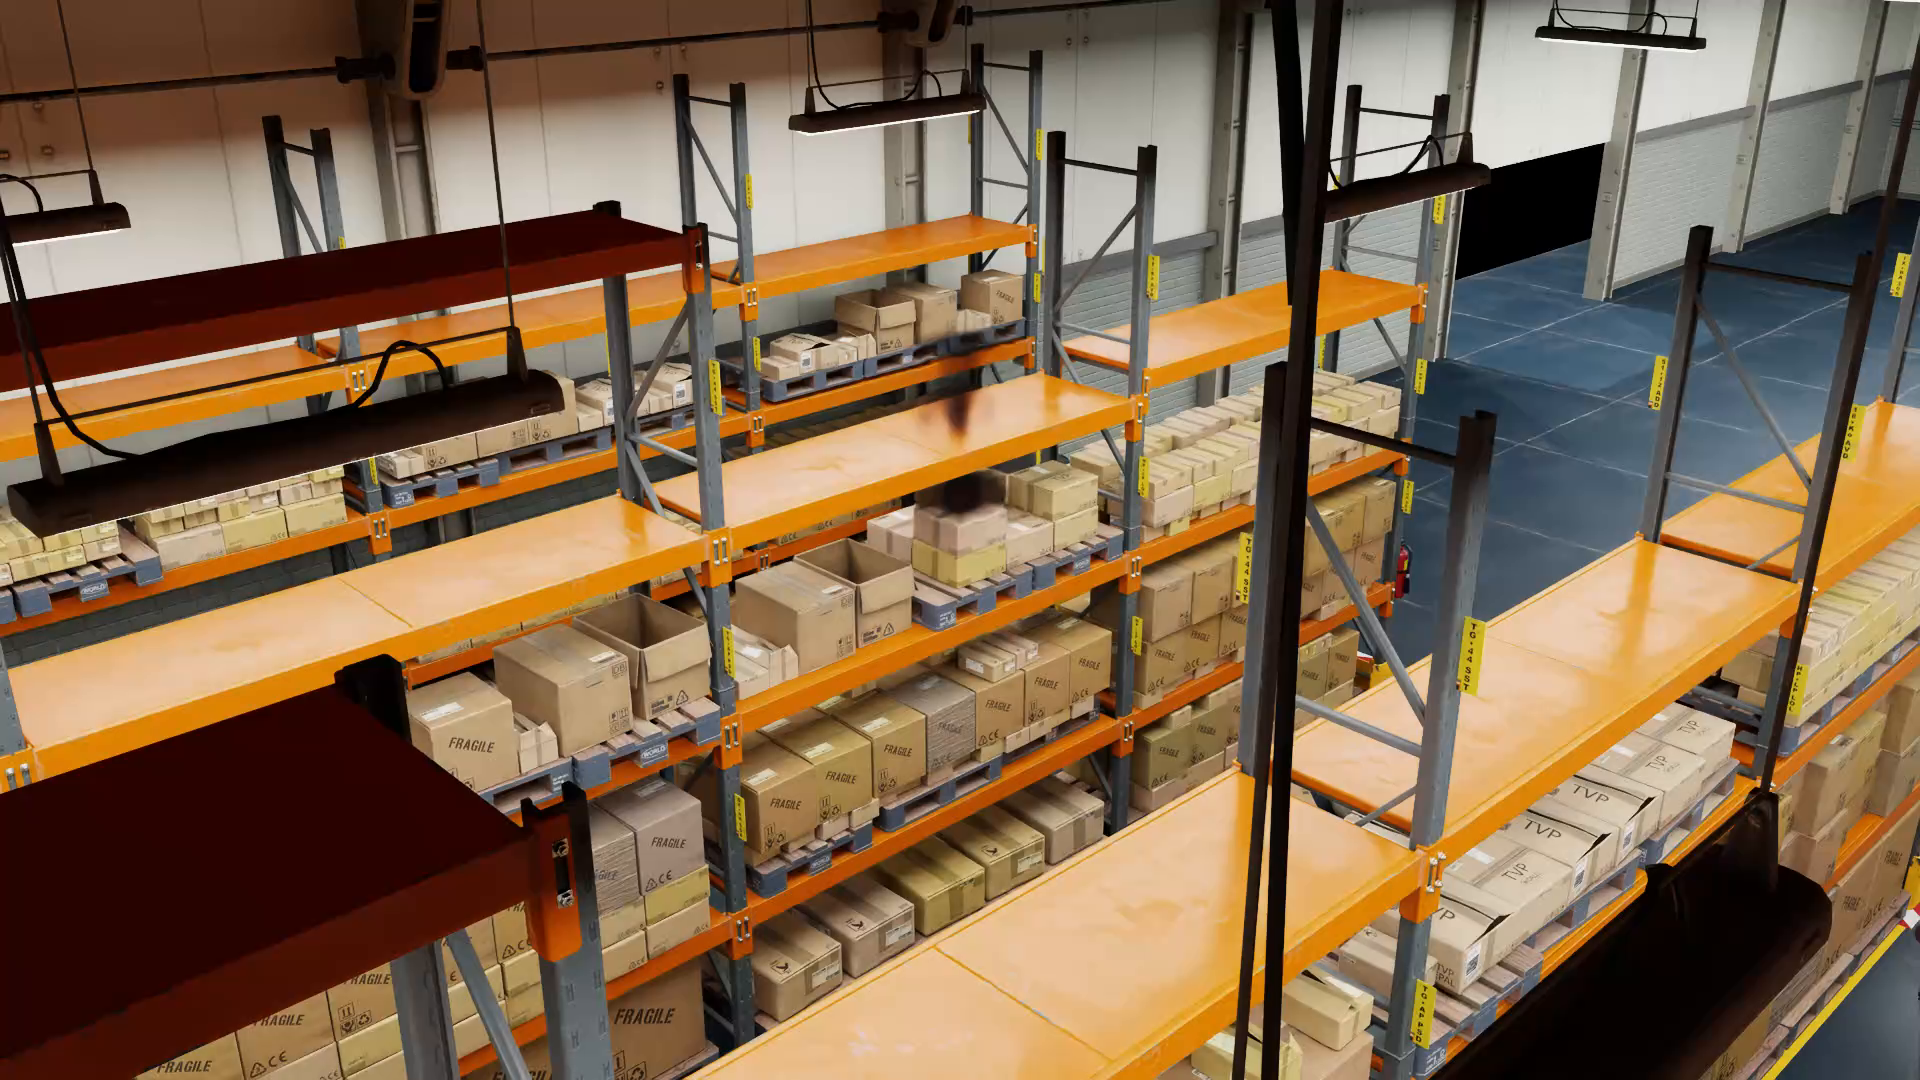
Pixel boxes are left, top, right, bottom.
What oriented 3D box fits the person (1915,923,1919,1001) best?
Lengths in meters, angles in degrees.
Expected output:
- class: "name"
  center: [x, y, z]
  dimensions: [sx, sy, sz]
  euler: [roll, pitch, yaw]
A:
- class: "person"
  center: [6.859, 2.992, 11.346]
  dimensions: [0.700, 1.722, 0.672]
  euler: [16, 27, 33]
